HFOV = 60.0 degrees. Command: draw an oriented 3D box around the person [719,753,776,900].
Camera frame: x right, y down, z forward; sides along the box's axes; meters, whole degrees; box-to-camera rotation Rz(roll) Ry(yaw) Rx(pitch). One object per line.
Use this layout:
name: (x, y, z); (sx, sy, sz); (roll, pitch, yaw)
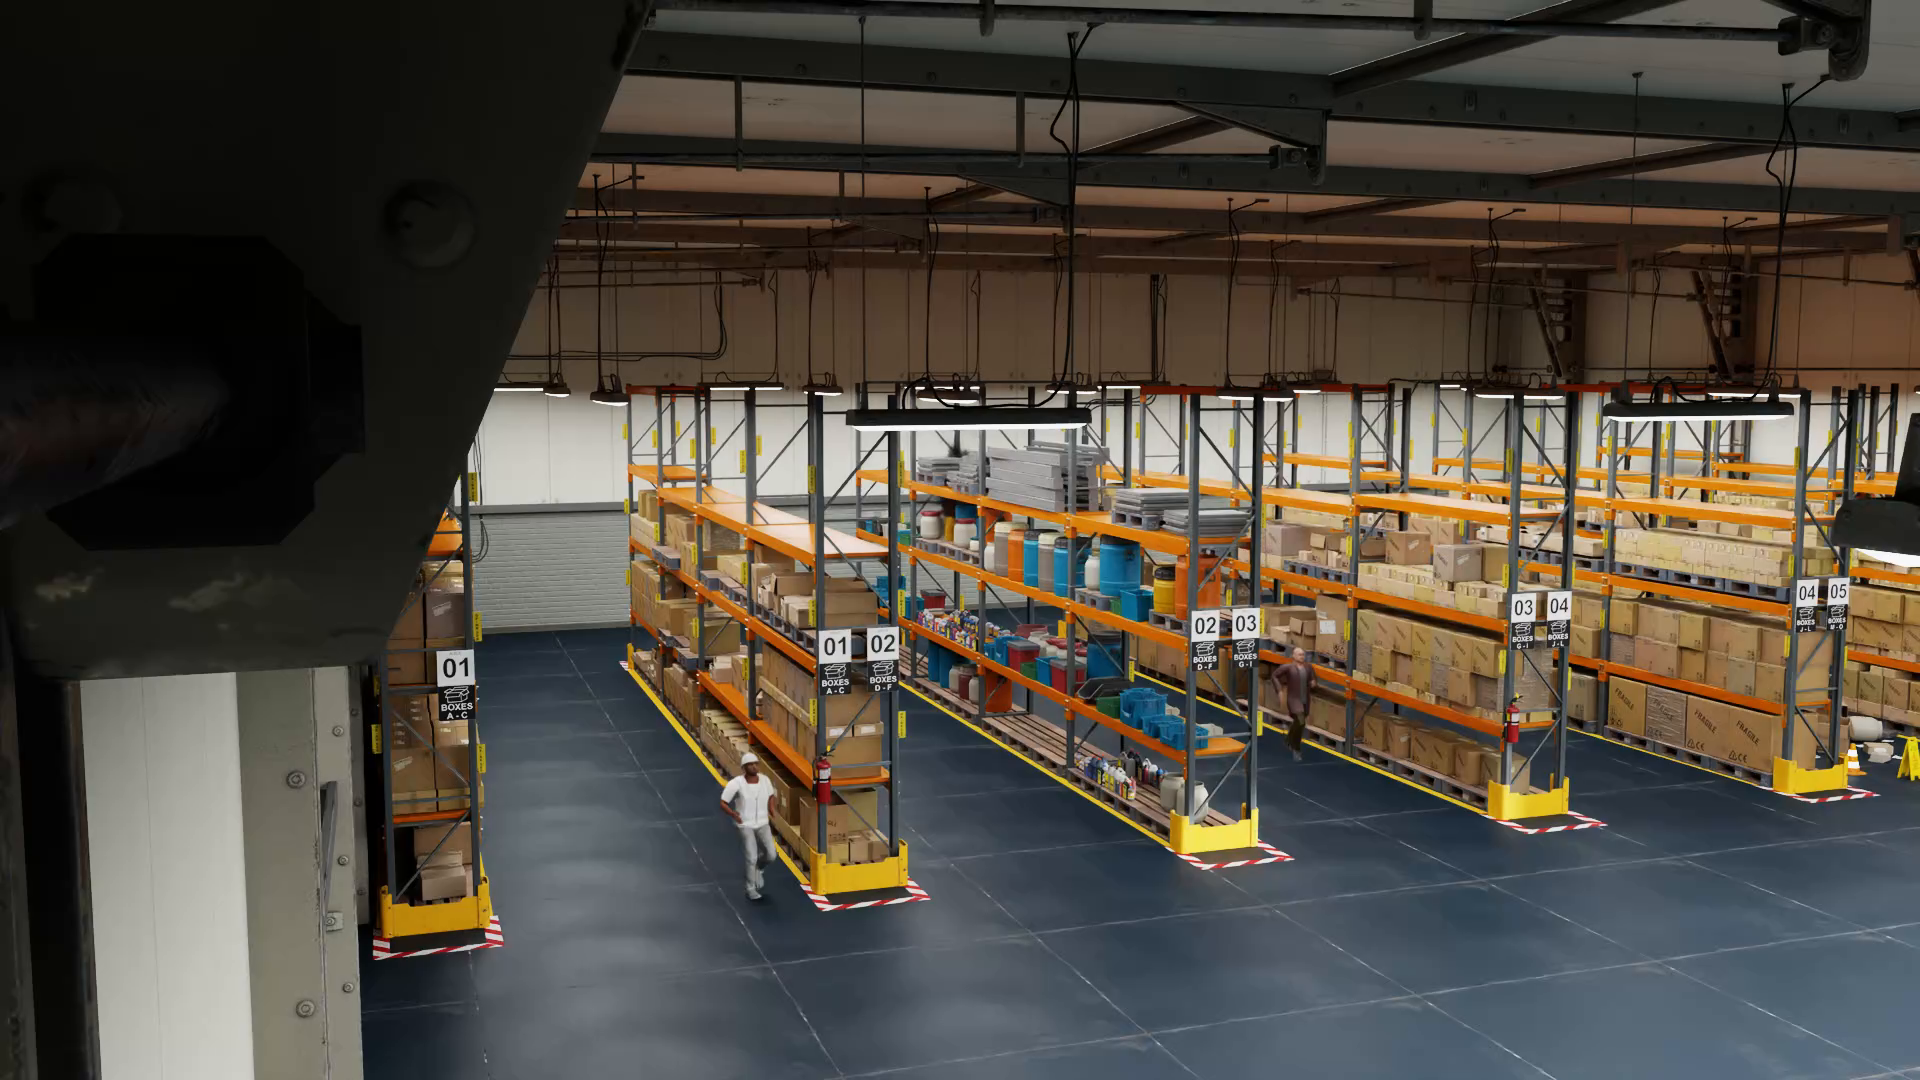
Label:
person: (-2.494, 3.424, 19.934); (0.728, 1.742, 0.524); (-4, 7, -32)

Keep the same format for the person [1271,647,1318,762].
person: (5.490, 2.666, 27.033); (0.675, 1.845, 0.829); (-3, 7, -26)

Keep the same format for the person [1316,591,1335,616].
person: (7.655, 1.910, 34.461); (0.705, 1.770, 0.756); (-1, 6, -8)
